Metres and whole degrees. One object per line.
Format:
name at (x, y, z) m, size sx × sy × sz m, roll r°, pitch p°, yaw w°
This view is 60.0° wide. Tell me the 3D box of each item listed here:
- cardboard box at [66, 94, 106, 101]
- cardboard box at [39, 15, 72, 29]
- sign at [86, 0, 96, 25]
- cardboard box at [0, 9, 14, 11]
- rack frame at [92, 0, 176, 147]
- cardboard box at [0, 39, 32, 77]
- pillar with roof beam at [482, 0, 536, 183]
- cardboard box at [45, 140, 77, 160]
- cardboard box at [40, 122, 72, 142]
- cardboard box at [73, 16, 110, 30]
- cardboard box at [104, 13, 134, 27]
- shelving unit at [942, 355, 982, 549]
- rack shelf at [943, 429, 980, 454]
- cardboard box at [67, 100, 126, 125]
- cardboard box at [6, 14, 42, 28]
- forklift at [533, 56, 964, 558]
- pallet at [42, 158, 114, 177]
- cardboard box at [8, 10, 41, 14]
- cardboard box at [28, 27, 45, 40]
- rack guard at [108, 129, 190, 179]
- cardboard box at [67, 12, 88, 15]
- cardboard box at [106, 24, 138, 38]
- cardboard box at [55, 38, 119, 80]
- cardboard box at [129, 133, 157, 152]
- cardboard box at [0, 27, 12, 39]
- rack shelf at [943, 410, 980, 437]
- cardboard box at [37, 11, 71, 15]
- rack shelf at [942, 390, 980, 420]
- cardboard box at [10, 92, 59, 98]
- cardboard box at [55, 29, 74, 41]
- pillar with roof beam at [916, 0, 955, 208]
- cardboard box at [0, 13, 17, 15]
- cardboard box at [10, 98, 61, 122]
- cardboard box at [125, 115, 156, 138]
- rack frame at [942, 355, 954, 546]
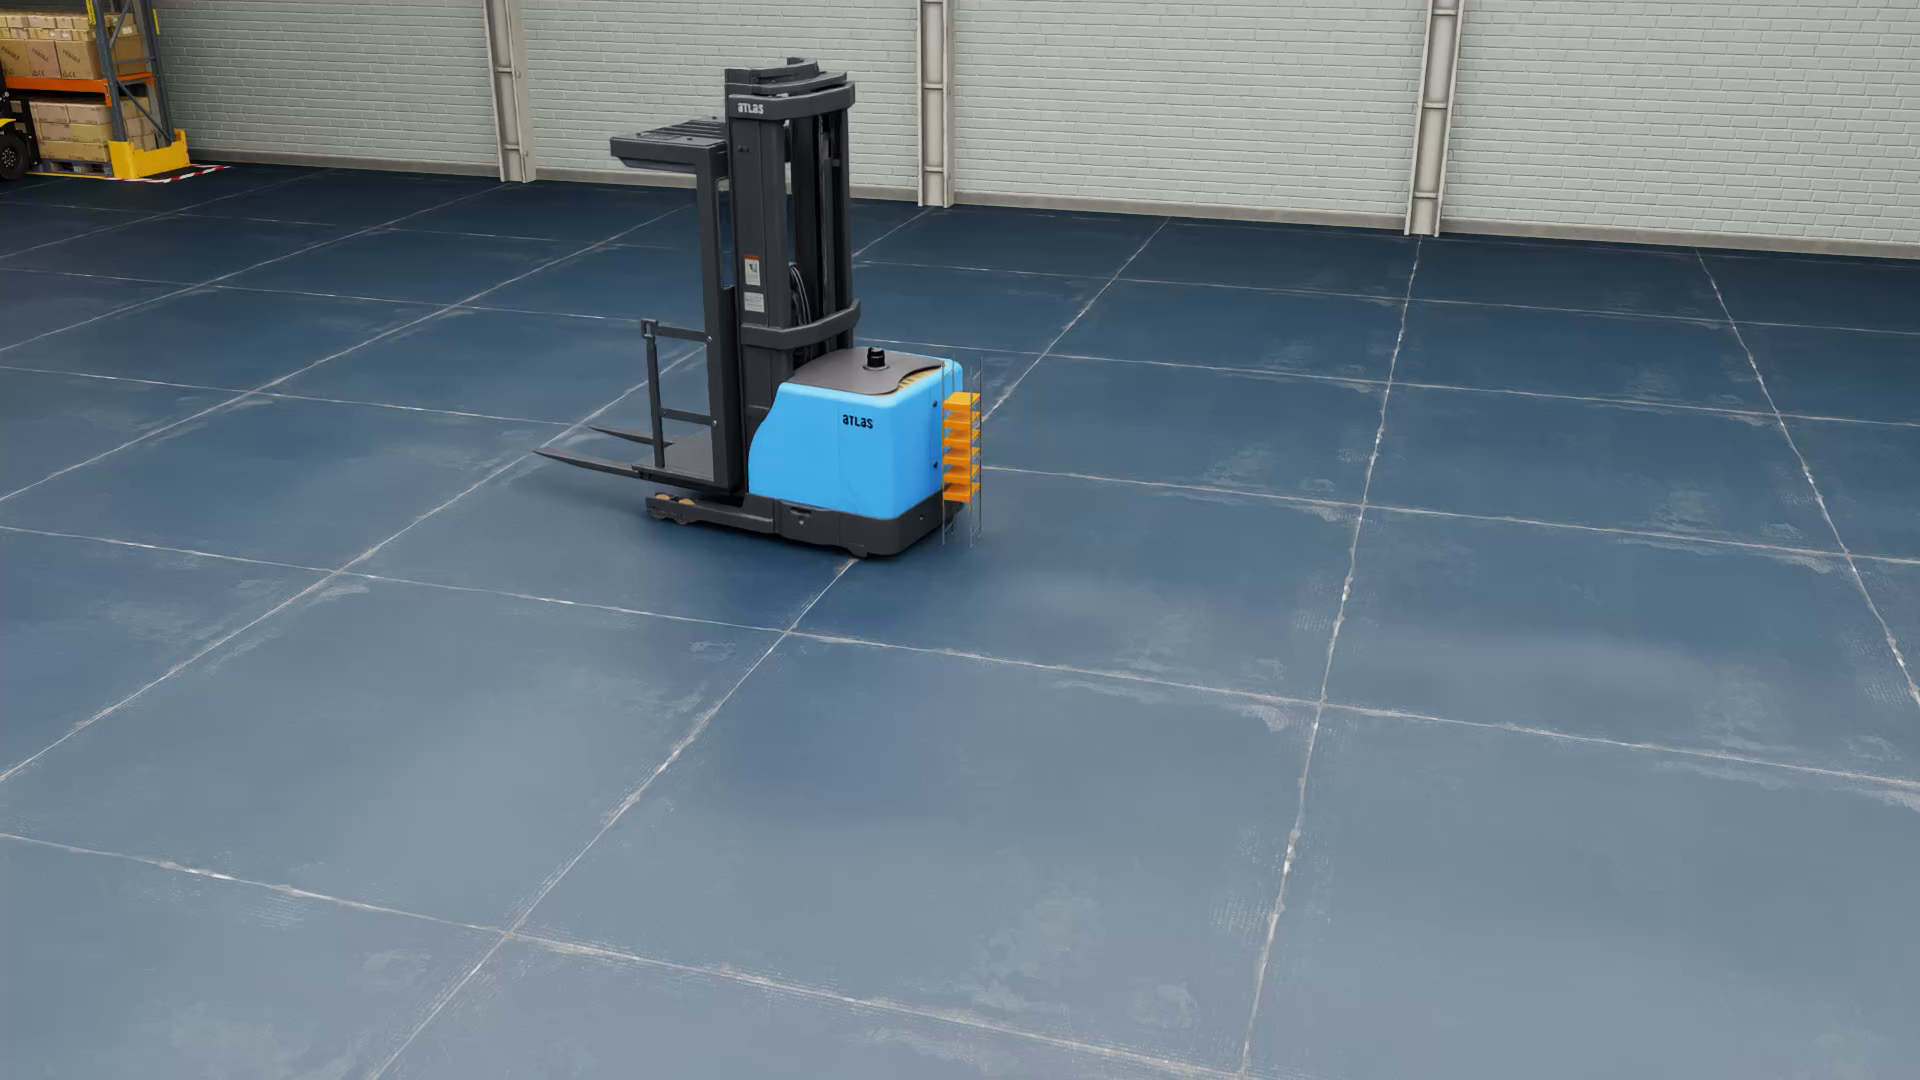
cardboard box at (-12.268, -6.137, 23.531) m, size 0.500 × 0.250 × 0.500 m, roll 7°, pitch 23°, yaw 16°
cardboard box at (-12.291, -7.059, 22.647) m, size 0.250 × 0.149 × 0.380 m, roll 7°, pitch 23°, yaw 17°
sign at (-11.554, -7.027, 22.111) m, size 0.005 × 0.325 × 0.100 m, roll 7°, pitch 23°, yaw 16°
cardboard box at (-13.603, -7.423, 23.534) m, size 0.250 × 0.149 × 0.380 m, roll 6°, pitch 23°, yaw 15°
rack frame at (-11.384, -6.577, 22.852) m, size 0.127 × 3.000 × 1.000 m, roll 7°, pitch 23°, yaw 16°
cardboard box at (-12.915, -6.698, 23.016) m, size 0.500 × 0.500 × 0.500 m, roll 6°, pitch 23°, yaw 14°
pillar with roof beam at (-7.289, -7.535, 17.282) m, size 0.400 × 9.000 × 9.100 m, roll 7°, pitch 23°, yaw 16°
cardboard box at (-12.398, -5.494, 23.282) m, size 0.500 × 0.250 × 0.500 m, roll 7°, pitch 23°, yaw 15°
cardboard box at (-12.417, -5.730, 23.196) m, size 0.500 × 0.250 × 0.500 m, roll 6°, pitch 23°, yaw 15°
cardboard box at (-11.787, -7.024, 22.563) m, size 0.250 × 0.149 × 0.380 m, roll 7°, pitch 23°, yaw 16°
cardboard box at (-11.643, -7.176, 22.933) m, size 0.250 × 0.149 × 0.380 m, roll 6°, pitch 23°, yaw 14°
shelving unit at (0.014, -0.554, 10.538) m, size 0.189 × 1.200 × 0.258 m, roll 7°, pitch 23°, yaw 16°
rack shelf at (0.014, -0.623, 10.510) m, size 0.180 × 0.103 × 0.258 m, roll 7°, pitch 23°, yaw 16°
cardboard box at (-11.915, -5.899, 22.952) m, size 0.500 × 0.250 × 0.500 m, roll 7°, pitch 23°, yaw 17°
cardboard box at (-12.789, -7.101, 22.751) m, size 0.250 × 0.149 × 0.380 m, roll 7°, pitch 23°, yaw 17°
forklift at (-1.518, -1.623, 10.865) m, size 3.031 × 2.935 × 1.130 m, roll 11°, pitch 25°, yaw 25°
pallet at (-12.128, -5.356, 23.549) m, size 1.213 × 0.211 × 1.003 m, roll 7°, pitch 23°, yaw 16°
cardboard box at (-13.116, -7.356, 23.371) m, size 0.250 × 0.149 × 0.380 m, roll 7°, pitch 23°, yaw 16°
cardboard box at (-12.514, -6.959, 22.797) m, size 0.250 × 0.149 × 0.380 m, roll 6°, pitch 23°, yaw 15°
rack guard at (-11.361, -5.418, 23.320) m, size 0.348 × 0.500 × 1.175 m, roll 7°, pitch 23°, yaw 16°
cardboard box at (-12.141, -7.241, 23.091) m, size 0.250 × 0.149 × 0.380 m, roll 7°, pitch 23°, yaw 17°
cardboard box at (-11.633, -7.055, 23.031) m, size 0.250 × 0.149 × 0.380 m, roll 6°, pitch 23°, yaw 14°
cardboard box at (-11.931, -6.582, 22.732) m, size 0.500 × 0.500 × 0.500 m, roll 6°, pitch 23°, yaw 14°
cardboard box at (-11.797, -5.624, 23.599) m, size 0.500 × 0.250 × 0.500 m, roll 7°, pitch 23°, yaw 16°
cardboard box at (-13.032, -6.992, 22.876) m, size 0.250 × 0.149 × 0.380 m, roll 7°, pitch 23°, yaw 16°
rack shelf at (0.014, -0.734, 10.464) m, size 0.180 × 0.103 × 0.258 m, roll 7°, pitch 23°, yaw 16°
cardboard box at (-12.633, -7.293, 23.218) m, size 0.250 × 0.149 × 0.380 m, roll 7°, pitch 23°, yaw 17°
rack shelf at (0.014, -0.845, 10.419) m, size 0.180 × 0.103 × 0.258 m, roll 7°, pitch 23°, yaw 16°
cardboard box at (-13.233, -6.254, 23.817) m, size 0.500 × 0.250 × 0.500 m, roll 6°, pitch 23°, yaw 14°
cardboard box at (-12.050, -6.877, 22.597) m, size 0.250 × 0.149 × 0.380 m, roll 7°, pitch 23°, yaw 16°
pillar with roof beam at (-1.545, -6.877, 15.678) m, size 0.400 × 9.000 × 9.100 m, roll 7°, pitch 23°, yaw 16°
cardboard box at (-13.258, -7.190, 22.968) m, size 0.250 × 0.149 × 0.380 m, roll 7°, pitch 23°, yaw 16°
cardboard box at (-12.891, -6.005, 23.209) m, size 0.500 × 0.250 × 0.500 m, roll 7°, pitch 23°, yaw 16°
cardboard box at (-11.774, -5.858, 23.509) m, size 0.500 × 0.250 × 0.500 m, roll 7°, pitch 23°, yaw 16°
rack frame at (-0.074, -0.564, 10.563) m, size 0.006 × 1.200 × 0.240 m, roll 7°, pitch 23°, yaw 16°
